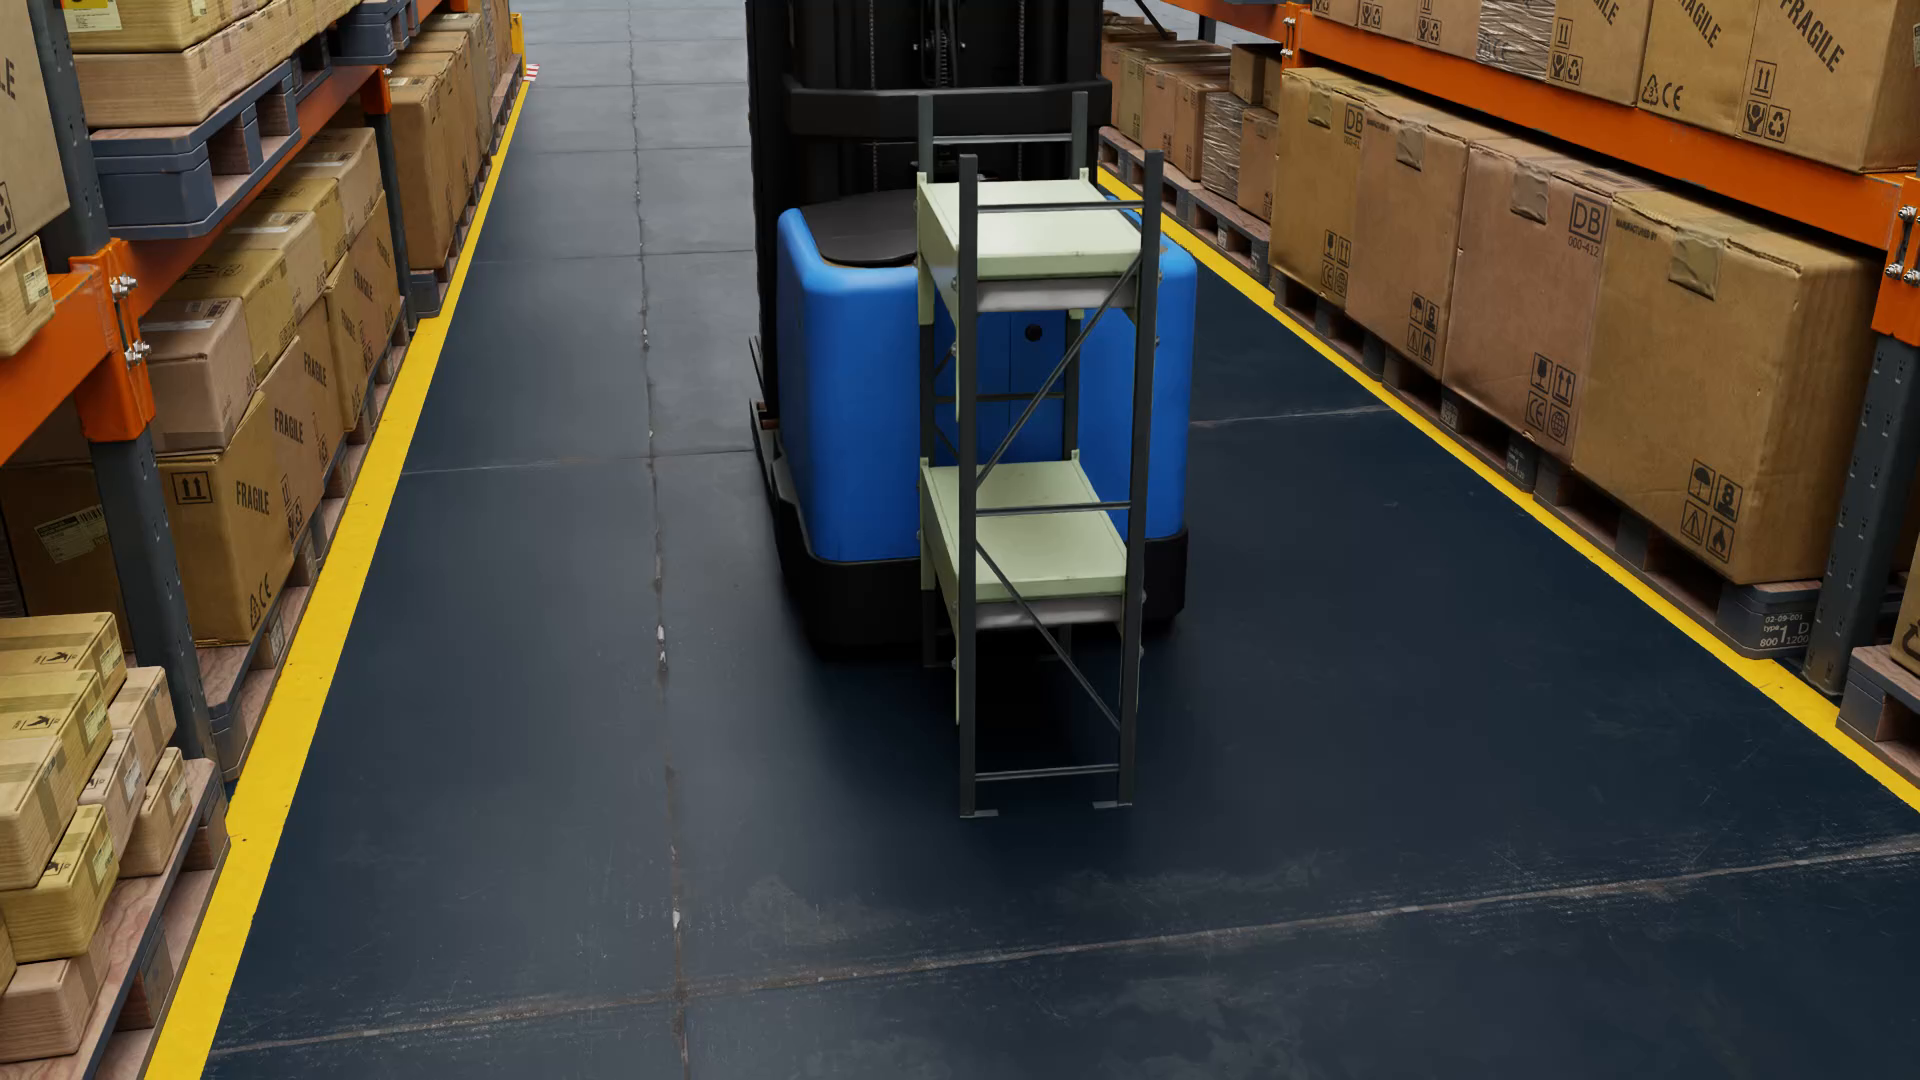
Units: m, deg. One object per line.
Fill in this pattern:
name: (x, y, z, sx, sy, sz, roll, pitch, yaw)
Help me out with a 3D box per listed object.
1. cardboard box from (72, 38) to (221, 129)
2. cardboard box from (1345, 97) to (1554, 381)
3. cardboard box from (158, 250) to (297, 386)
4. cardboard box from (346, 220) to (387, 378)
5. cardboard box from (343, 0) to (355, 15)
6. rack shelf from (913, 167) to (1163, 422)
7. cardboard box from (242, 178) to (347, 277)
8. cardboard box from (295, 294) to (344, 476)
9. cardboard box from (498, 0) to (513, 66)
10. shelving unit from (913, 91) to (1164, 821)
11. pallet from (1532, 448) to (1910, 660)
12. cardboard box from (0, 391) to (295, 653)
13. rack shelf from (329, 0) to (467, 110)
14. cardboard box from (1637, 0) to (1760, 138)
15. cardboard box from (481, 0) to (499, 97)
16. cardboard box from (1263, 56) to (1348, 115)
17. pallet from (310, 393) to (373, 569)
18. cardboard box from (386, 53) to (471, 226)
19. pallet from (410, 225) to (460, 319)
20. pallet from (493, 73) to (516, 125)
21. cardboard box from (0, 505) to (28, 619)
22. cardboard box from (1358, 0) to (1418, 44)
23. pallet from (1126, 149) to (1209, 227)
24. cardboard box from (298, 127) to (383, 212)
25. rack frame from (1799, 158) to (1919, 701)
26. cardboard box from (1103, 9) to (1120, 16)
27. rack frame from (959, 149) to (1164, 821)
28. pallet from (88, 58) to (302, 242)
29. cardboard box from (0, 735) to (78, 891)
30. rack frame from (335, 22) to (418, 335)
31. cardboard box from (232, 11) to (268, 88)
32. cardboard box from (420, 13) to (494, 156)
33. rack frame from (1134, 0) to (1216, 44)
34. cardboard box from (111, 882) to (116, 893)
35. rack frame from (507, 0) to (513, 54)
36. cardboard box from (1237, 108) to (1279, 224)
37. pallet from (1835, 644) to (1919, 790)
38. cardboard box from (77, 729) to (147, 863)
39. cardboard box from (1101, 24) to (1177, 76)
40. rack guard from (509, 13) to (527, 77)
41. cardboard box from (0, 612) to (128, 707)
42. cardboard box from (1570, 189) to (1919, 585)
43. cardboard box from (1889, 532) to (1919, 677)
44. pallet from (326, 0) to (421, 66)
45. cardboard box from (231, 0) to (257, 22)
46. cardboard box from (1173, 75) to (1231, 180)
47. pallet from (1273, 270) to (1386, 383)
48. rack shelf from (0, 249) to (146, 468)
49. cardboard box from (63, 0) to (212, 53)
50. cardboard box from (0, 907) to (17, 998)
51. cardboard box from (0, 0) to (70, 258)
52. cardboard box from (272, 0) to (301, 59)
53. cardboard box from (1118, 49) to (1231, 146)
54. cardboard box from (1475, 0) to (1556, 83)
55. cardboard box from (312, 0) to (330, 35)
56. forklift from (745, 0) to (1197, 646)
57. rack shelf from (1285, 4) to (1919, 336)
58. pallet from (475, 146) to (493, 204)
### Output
cardboard box: (-1.785, -0.960, 3.490, 0.380, 0.149, 0.250, -5, 24, -12)
cardboard box: (2.254, -1.189, 6.355, 1.225, 0.875, 0.875, -4, 24, -10)
cardboard box: (-2.142, -0.604, 4.547, 0.500, 0.250, 0.500, -4, 24, -8)
cardboard box: (-2.433, -0.870, 6.093, 0.500, 0.500, 0.500, -3, 24, -8)
cardboard box: (-2.175, -1.782, 5.371, 0.380, 0.149, 0.250, -5, 24, -12)
rack shelf: (0.149, -0.566, 3.693, 0.431, 0.370, 0.720, -3, 24, -7)
cardboard box: (-2.337, -1.009, 5.475, 0.500, 0.250, 0.500, -4, 24, -9)
cardboard box: (-2.250, -0.464, 5.164, 0.500, 0.500, 0.500, -4, 24, -9)
cardboard box: (-4.193, -4.371, 13.640, 0.875, 0.875, 0.875, -4, 24, -9)
shelving unit: (0.149, -0.209, 3.851, 0.431, 1.500, 0.755, -3, 24, -7)
pallet: (2.512, -0.041, 5.081, 1.003, 0.211, 1.213, -4, 24, -10)
cardboard box: (-2.040, -0.051, 4.218, 0.500, 0.500, 0.500, -3, 24, -8)
rack shelf: (-3.274, -2.724, 8.639, 1.077, 0.370, 4.000, -4, 24, -10)
cardboard box: (2.289, -1.426, 4.643, 0.500, 0.500, 0.500, -4, 24, -8)
cardboard box: (-3.861, -3.666, 12.027, 0.875, 0.875, 0.875, -4, 24, -9)
cardboard box: (1.836, -2.256, 8.304, 0.500, 0.250, 0.500, -3, 24, -8)
pallet: (-2.539, -0.203, 5.451, 1.003, 0.211, 1.213, -4, 24, -10)
cardboard box: (-3.093, -2.019, 8.410, 1.050, 0.750, 0.750, -4, 24, -9)
pallet: (-2.976, -1.305, 7.975, 1.003, 0.211, 1.213, -4, 24, -10)
pallet: (-3.936, -3.349, 12.653, 1.003, 0.211, 1.213, -4, 24, -10)
cardboard box: (-2.549, -0.013, 4.132, 0.500, 0.500, 0.500, -5, 24, -11)
cardboard box: (1.909, -2.227, 6.475, 0.500, 0.500, 0.500, -5, 24, -11)
pallet: (1.624, -2.103, 9.802, 1.003, 0.211, 1.213, -4, 24, -10)
cardboard box: (-2.520, -1.408, 6.388, 0.500, 0.250, 0.500, -5, 24, -11)
rack frame: (2.729, -1.021, 3.841, 1.000, 3.000, 0.127, -4, 24, -10)
cardboard box: (0.910, -3.838, 12.889, 0.500, 0.500, 0.500, -6, 24, -14)
rack frame: (0.197, -0.062, 3.519, 0.400, 1.500, 0.023, -3, 24, -7)
pallet: (-2.163, -0.918, 3.843, 1.003, 0.211, 1.213, -4, 24, -10)
cardboard box: (-1.703, 0.463, 2.736, 0.380, 0.149, 0.250, -5, 24, -10)
rack frame: (-2.904, -2.267, 6.694, 1.000, 3.000, 0.127, -4, 24, -10)
cardboard box: (-1.884, -1.168, 3.965, 0.380, 0.149, 0.250, -4, 24, -9)
cardboard box: (-3.440, -2.765, 10.119, 1.050, 0.750, 0.750, -4, 24, -10)
rack frame: (1.250, -4.168, 11.046, 1.000, 3.000, 0.127, -4, 24, -10)
cardboard box: (-1.791, 0.657, 3.034, 0.380, 0.149, 0.250, -4, 24, -8)
rack frame: (-4.383, -5.414, 13.899, 1.000, 3.000, 0.127, -4, 24, -10)
cardboard box: (1.846, -1.913, 8.456, 0.700, 0.500, 0.500, -6, 24, -13)
pallet: (2.793, 0.561, 3.701, 1.003, 0.211, 1.213, -4, 24, -10)
cardboard box: (-1.731, 0.490, 3.047, 0.380, 0.149, 0.250, -5, 24, -12)
cardboard box: (1.215, -3.375, 11.829, 0.500, 0.500, 0.500, -5, 24, -11)
rack guard: (-4.388, -4.278, 14.421, 1.175, 0.500, 0.348, -4, 24, -10)
cardboard box: (-1.843, 0.268, 3.183, 0.380, 0.149, 0.250, -4, 24, -8)
cardboard box: (2.591, -0.490, 4.755, 1.225, 0.875, 0.875, -4, 24, -10)
cardboard box: (2.772, 0.025, 3.574, 0.875, 0.875, 0.875, -4, 24, -10)
pallet: (-2.667, -1.907, 6.108, 1.213, 0.211, 1.003, -4, 24, -10)
cardboard box: (-1.883, -1.300, 3.896, 0.380, 0.149, 0.250, -4, 24, -8)
cardboard box: (1.619, -2.353, 9.462, 0.700, 0.500, 0.500, -2, 24, -5)
pallet: (2.061, -1.001, 7.279, 1.003, 0.211, 1.213, -4, 24, -10)
rack shelf: (-1.794, 0.422, 1.434, 1.077, 0.370, 4.000, -4, 24, -10)
cardboard box: (-1.785, -1.097, 3.431, 0.380, 0.149, 0.250, -4, 24, -9)
cardboard box: (-1.714, 0.699, 2.566, 0.380, 0.149, 0.250, -4, 24, -9)
cardboard box: (-1.797, -0.707, 2.624, 0.500, 0.500, 0.500, -4, 24, -10)
cardboard box: (-1.977, -1.366, 4.420, 0.380, 0.149, 0.250, -5, 24, -12)
cardboard box: (1.412, -2.792, 10.469, 0.700, 0.500, 0.500, -4, 24, -10)
cardboard box: (2.098, -1.829, 5.564, 0.500, 0.500, 0.500, -4, 24, -10)
cardboard box: (-2.075, -1.573, 4.893, 0.380, 0.149, 0.250, -5, 24, -12)
forklift: (-0.152, -1.622, 5.301, 1.130, 2.935, 3.031, -4, 24, -10)
rack shelf: (2.359, -1.478, 5.786, 1.077, 0.370, 4.000, -4, 24, -10)
pallet: (-3.427, -2.265, 10.172, 1.003, 0.211, 1.213, -4, 24, -10)
